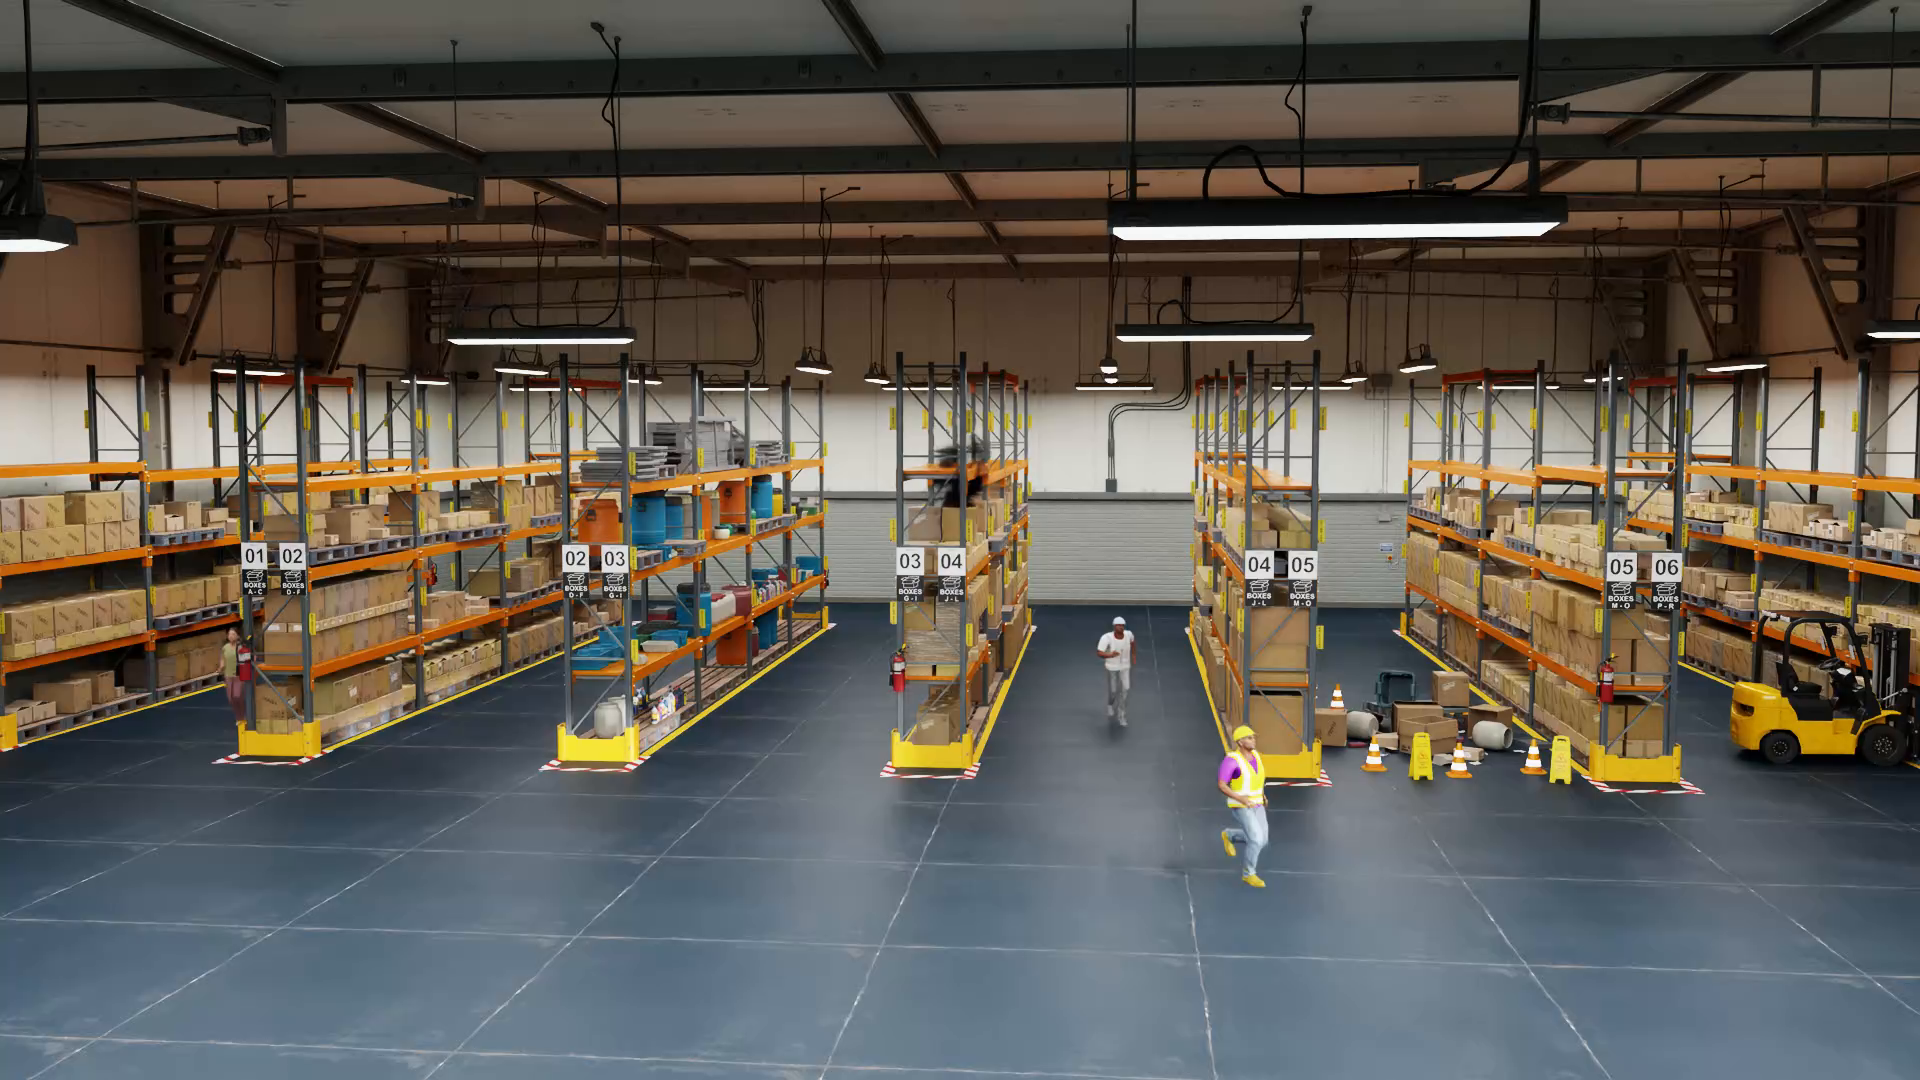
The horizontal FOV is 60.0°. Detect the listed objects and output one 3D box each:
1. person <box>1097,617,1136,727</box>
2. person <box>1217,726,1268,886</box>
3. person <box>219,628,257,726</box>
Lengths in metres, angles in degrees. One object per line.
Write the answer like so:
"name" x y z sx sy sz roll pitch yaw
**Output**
"person" 2.610 2.164 27.690 0.728 1.809 0.894 -1 4 -12
"person" 3.074 2.869 18.132 0.661 1.706 0.720 4 6 43
"person" -11.874 2.246 27.240 0.556 1.626 0.520 0 4 3
